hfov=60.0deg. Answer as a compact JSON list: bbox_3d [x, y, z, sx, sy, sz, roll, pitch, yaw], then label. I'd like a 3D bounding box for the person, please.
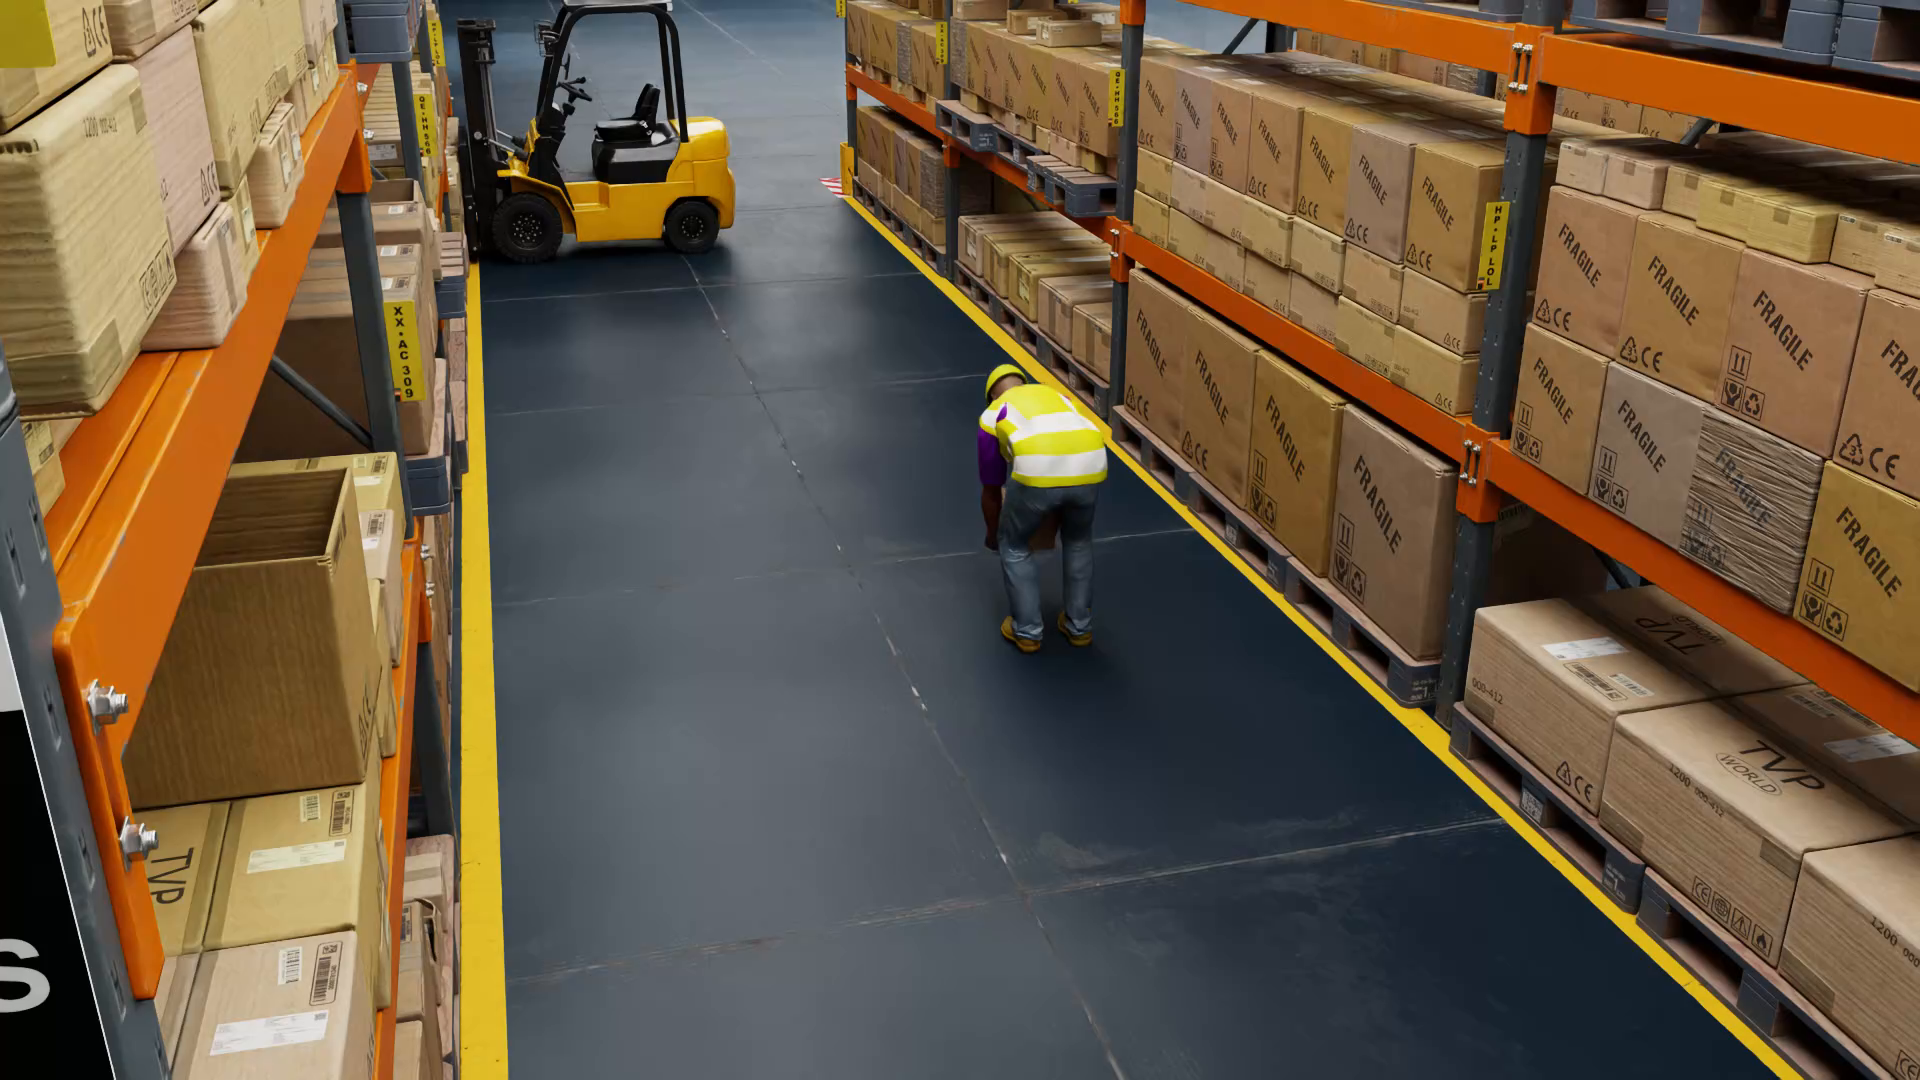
[{"bbox_3d":[0.331,-0.157,7.731,0.477,1.148,0.974,-7,24,-16],"label":"person"}]
